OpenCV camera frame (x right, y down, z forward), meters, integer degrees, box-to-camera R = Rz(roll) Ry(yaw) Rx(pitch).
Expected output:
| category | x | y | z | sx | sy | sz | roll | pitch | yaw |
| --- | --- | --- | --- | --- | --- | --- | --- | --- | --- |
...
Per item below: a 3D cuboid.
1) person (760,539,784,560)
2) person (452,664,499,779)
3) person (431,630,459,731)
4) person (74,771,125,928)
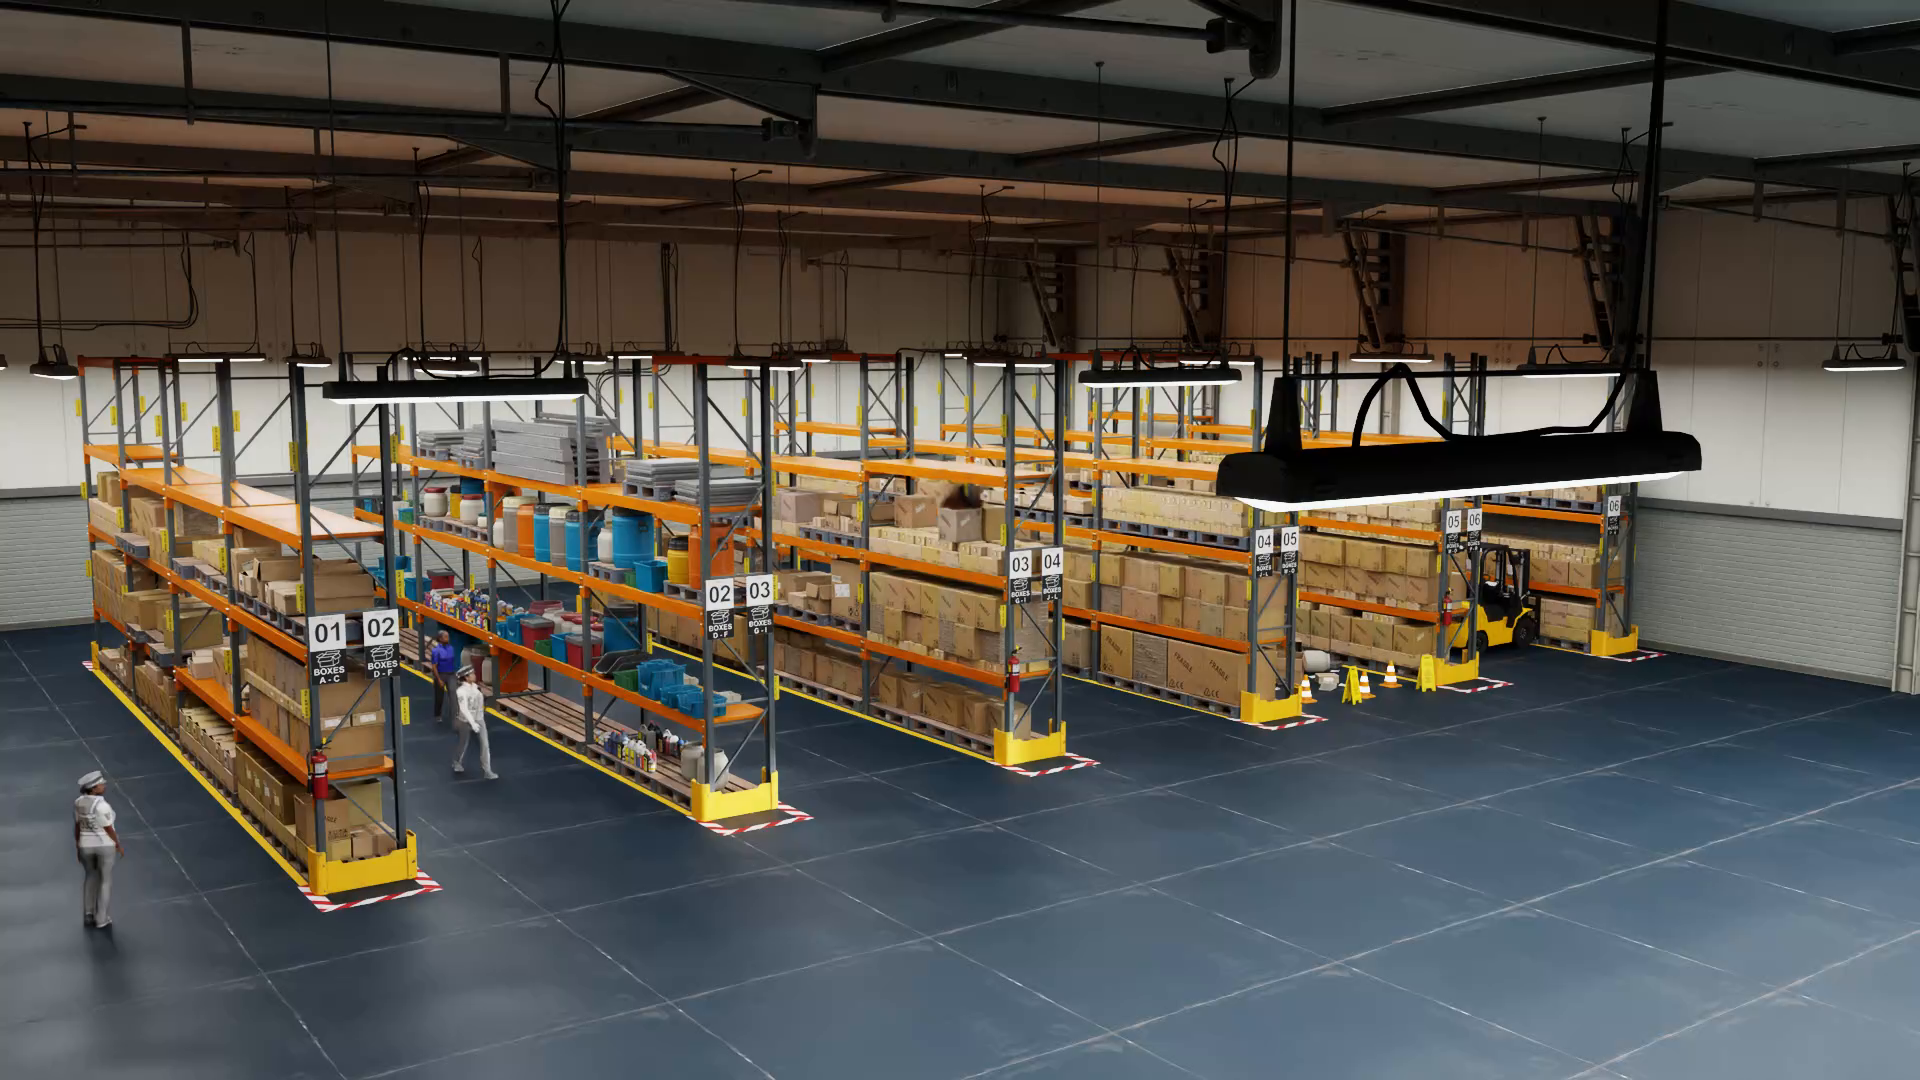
| category | x | y | z | sx | sy | sz | roll | pitch | yaw |
| --- | --- | --- | --- | --- | --- | --- | --- | --- | --- |
| person | -4.794 | 0.351 | 42.053 | 0.519 | 1.802 | 0.556 | 5 | 8 | 34 |
| person | -7.034 | 2.607 | 23.978 | 0.434 | 1.644 | 0.980 | -6 | 9 | -41 |
| person | -8.371 | 2.261 | 27.006 | 0.408 | 1.603 | 0.996 | -3 | 8 | -24 |
| person | -9.293 | 3.338 | 17.944 | 0.486 | 1.738 | 0.463 | -1 | 7 | -7 |
